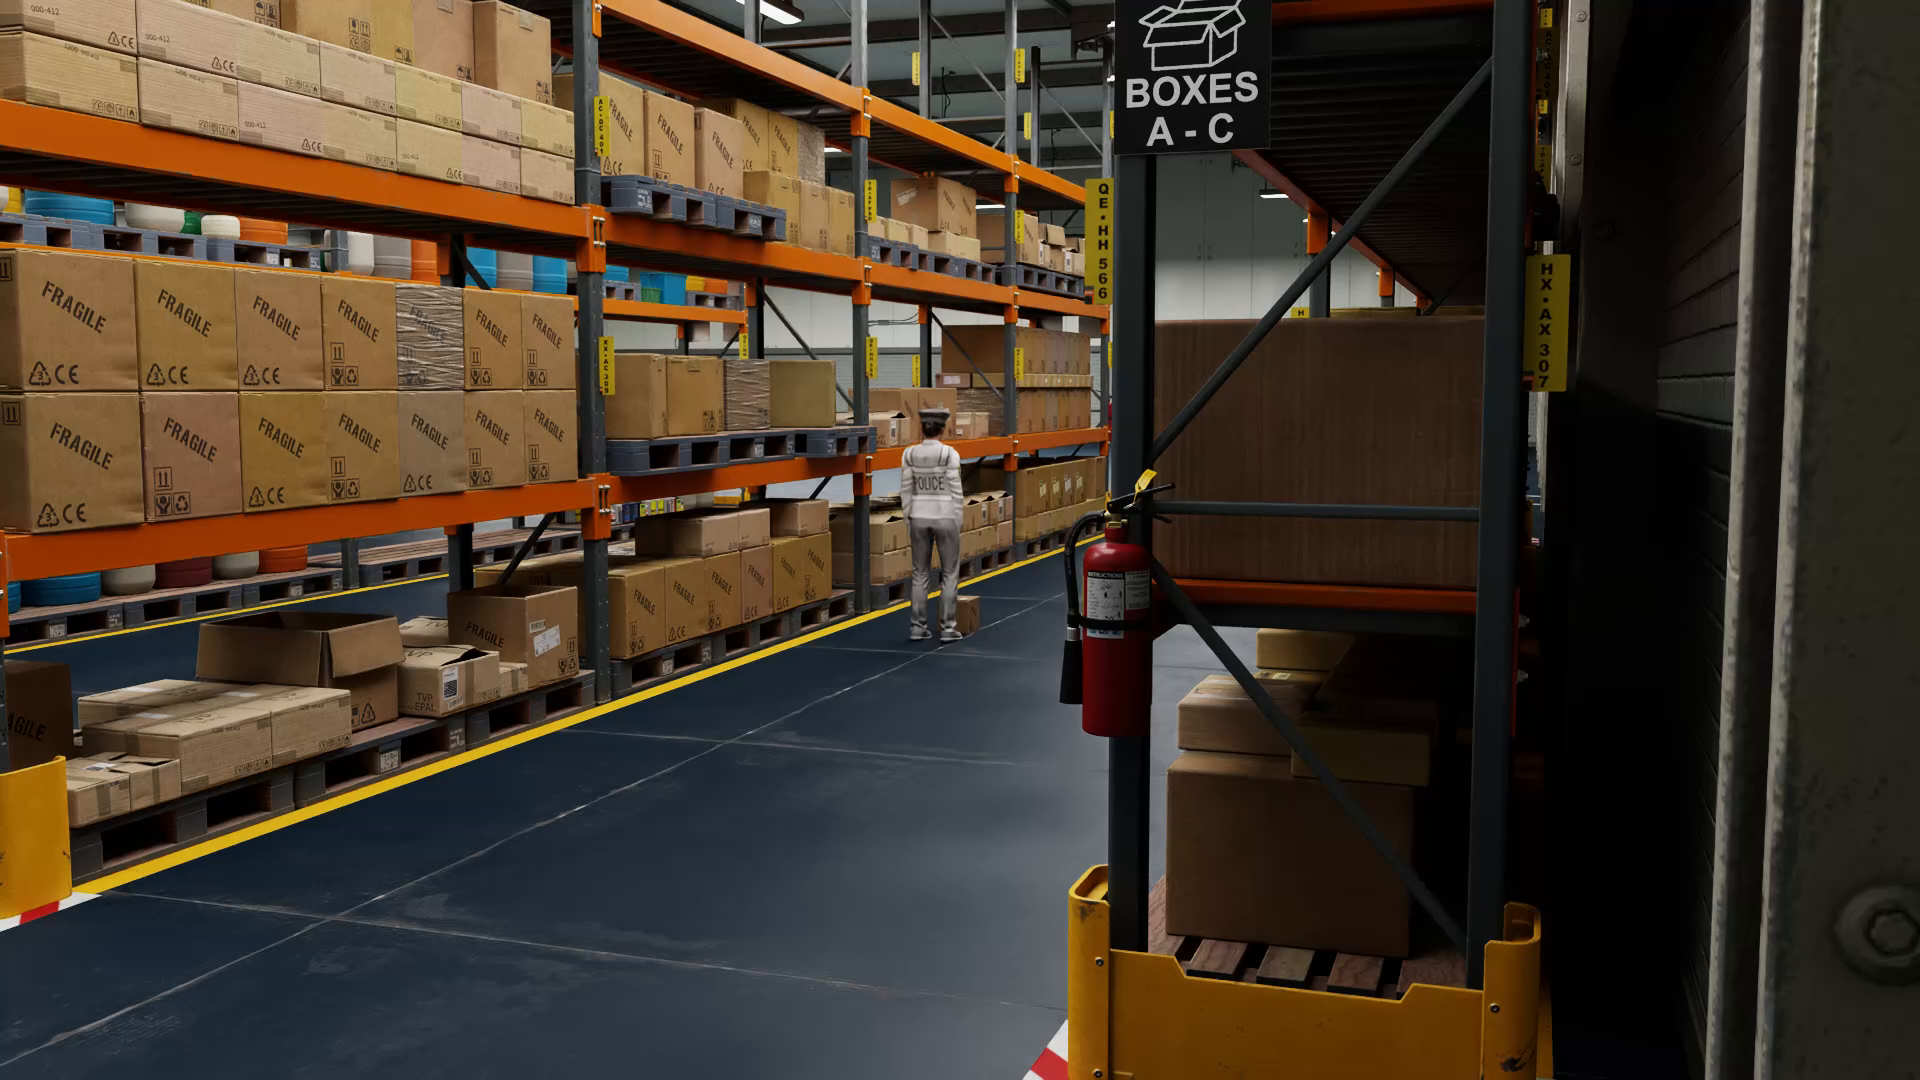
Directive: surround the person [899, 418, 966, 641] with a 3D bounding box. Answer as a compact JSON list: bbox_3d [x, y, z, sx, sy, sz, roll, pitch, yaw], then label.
[{"bbox_3d":[-0.193,-0.073,11.919,0.508,1.604,0.485,2,6,20],"label":"person"}]
